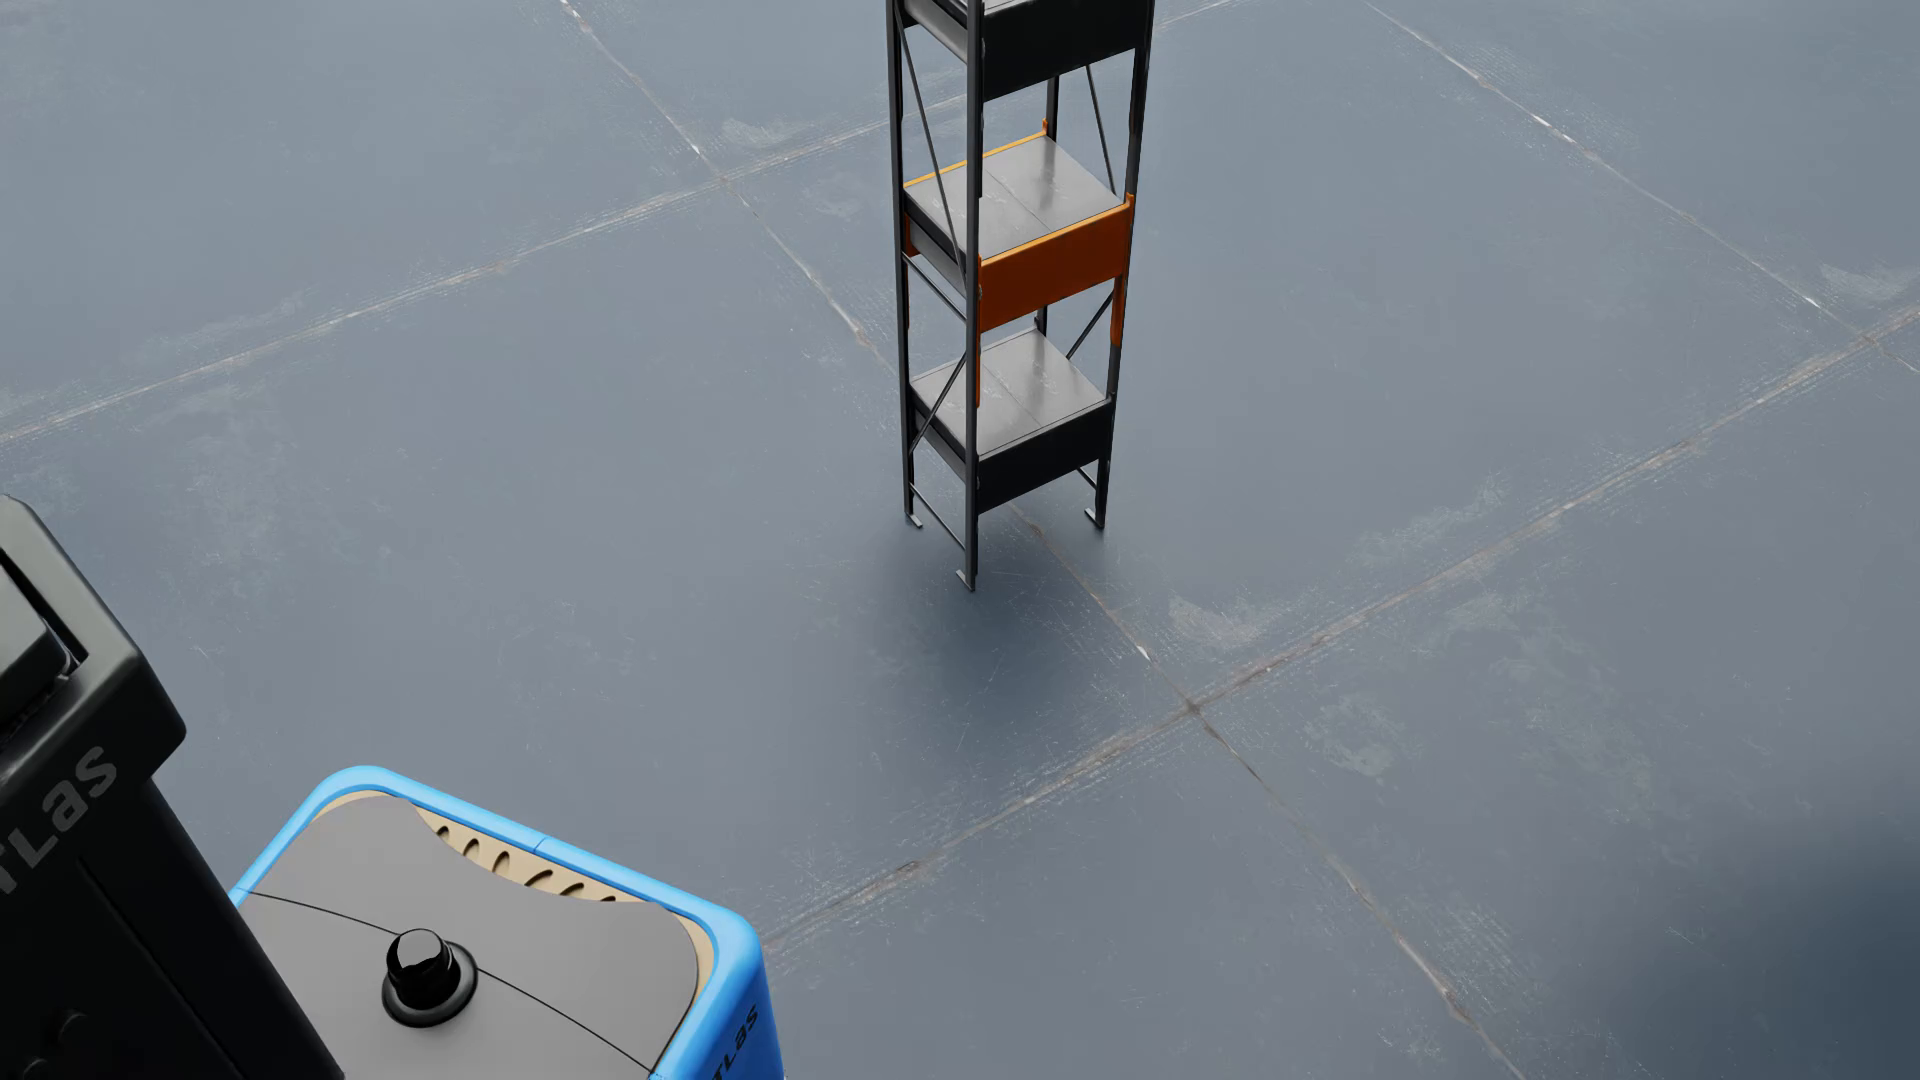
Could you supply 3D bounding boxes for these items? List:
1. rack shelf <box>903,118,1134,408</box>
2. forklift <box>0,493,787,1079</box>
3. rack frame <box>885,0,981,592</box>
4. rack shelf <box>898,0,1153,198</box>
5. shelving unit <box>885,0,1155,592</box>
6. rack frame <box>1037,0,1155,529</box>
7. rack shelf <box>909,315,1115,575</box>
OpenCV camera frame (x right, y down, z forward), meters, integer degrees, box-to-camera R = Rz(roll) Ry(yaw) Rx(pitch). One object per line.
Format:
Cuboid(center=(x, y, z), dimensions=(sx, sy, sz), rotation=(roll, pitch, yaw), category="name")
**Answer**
Cuboid(center=(0.140, -0.755, 4.535), dimensions=(0.480, 0.518, 0.431), rotation=(-25, 53, -21), category="rack shelf")
Cuboid(center=(-1.421, 1.337, 2.097), dimensions=(1.130, 2.935, 3.031), rotation=(18, 51, 16), category="forklift")
Cuboid(center=(-0.066, -0.667, 4.438), dimensions=(0.015, 2.100, 0.400), rotation=(-25, 53, -21), category="rack frame")
Cuboid(center=(0.140, -1.221, 4.012), dimensions=(0.480, 0.518, 0.431), rotation=(-25, 53, -21), category="rack shelf")
Cuboid(center=(0.140, -0.764, 4.525), dimensions=(0.503, 2.100, 0.431), rotation=(-25, 53, -21), category="shelving unit")
Cuboid(center=(0.346, -0.861, 4.611), dimensions=(0.015, 2.100, 0.400), rotation=(-25, 53, -21), category="rack frame")
Cuboid(center=(0.140, -0.290, 5.058), dimensions=(0.480, 0.518, 0.431), rotation=(-25, 53, -21), category="rack shelf")
